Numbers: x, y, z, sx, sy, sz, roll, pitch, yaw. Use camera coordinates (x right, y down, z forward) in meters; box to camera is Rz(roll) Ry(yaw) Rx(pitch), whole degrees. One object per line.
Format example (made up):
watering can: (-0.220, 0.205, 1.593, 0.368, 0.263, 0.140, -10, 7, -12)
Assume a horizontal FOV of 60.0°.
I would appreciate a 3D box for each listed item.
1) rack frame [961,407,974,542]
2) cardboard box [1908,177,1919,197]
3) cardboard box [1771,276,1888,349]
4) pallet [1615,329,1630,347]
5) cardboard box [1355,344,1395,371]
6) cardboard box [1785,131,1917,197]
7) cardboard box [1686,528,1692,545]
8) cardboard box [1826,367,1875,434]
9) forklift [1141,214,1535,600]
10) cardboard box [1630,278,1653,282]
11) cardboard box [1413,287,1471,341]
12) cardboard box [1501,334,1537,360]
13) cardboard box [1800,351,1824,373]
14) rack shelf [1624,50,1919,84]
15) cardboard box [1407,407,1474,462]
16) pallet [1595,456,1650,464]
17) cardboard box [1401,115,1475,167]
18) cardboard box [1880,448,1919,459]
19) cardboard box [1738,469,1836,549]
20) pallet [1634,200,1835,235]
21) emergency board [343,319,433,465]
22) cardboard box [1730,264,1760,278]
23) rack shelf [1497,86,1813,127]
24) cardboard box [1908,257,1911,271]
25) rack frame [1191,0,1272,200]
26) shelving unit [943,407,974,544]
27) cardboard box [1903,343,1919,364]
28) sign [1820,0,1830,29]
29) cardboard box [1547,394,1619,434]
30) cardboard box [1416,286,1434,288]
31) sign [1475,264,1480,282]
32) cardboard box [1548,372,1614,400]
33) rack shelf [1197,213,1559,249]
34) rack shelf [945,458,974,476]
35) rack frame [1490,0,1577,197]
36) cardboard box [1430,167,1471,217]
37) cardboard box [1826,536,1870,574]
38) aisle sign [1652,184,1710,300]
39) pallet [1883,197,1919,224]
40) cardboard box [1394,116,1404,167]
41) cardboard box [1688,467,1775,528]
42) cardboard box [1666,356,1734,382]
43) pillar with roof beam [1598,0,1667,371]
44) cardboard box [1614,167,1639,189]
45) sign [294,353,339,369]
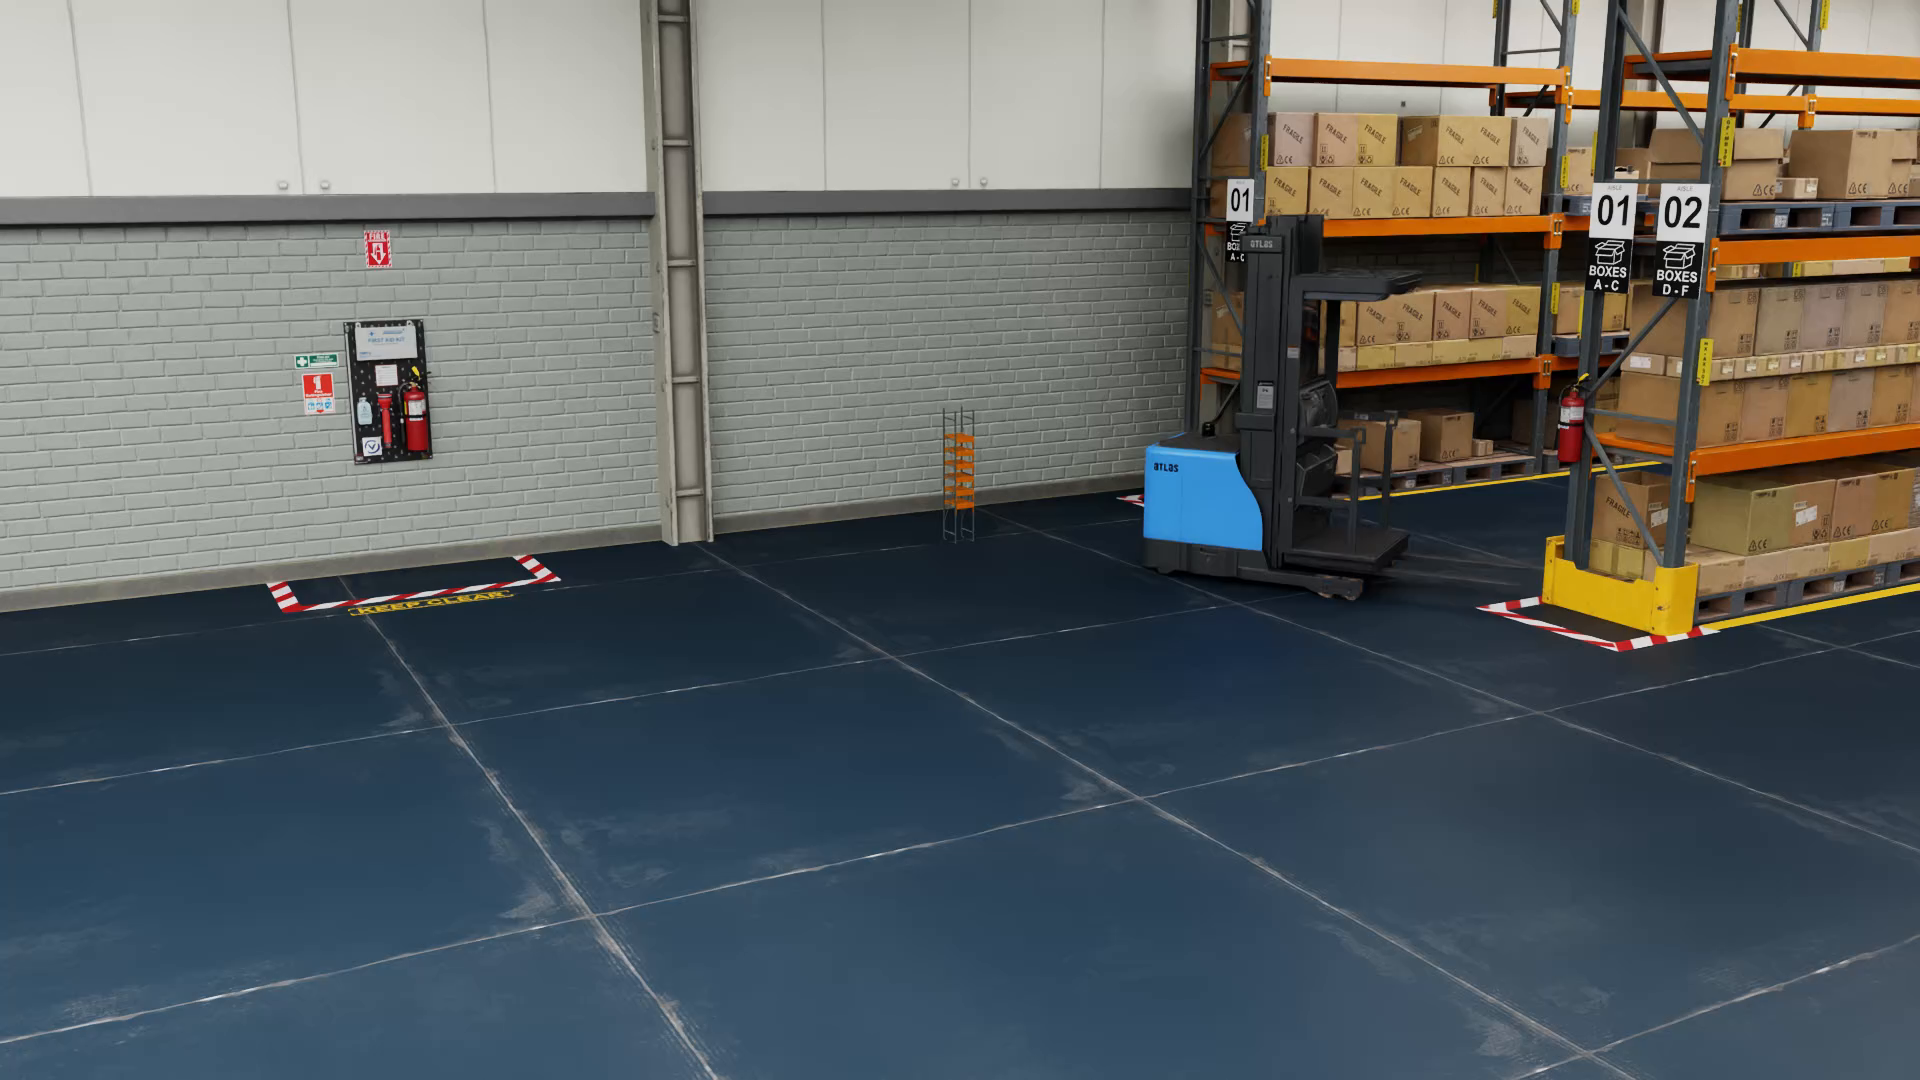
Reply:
rack frame: (0.068, -0.593, 15.013, 0.006, 1.200, 0.240, -7, 14, -28)
cardboard box: (7.554, -2.752, 12.969, 0.250, 0.149, 0.380, -7, 14, -28)
cardboard box: (6.774, -1.793, 13.060, 0.500, 0.500, 0.700, -7, 14, -28)
pallet: (7.898, -2.383, 19.301, 1.213, 0.211, 1.003, -7, 14, -28)
cardboard box: (4.074, -1.887, 16.959, 0.500, 0.250, 0.500, -7, 15, -29)
cardboard box: (6.976, -2.955, 13.066, 0.637, 0.503, 0.797, -5, 14, -22)
cardboard box: (5.733, 0.072, 13.264, 0.500, 0.250, 0.500, -7, 14, -28)
cardboard box: (6.745, -1.155, 13.183, 0.500, 0.500, 0.700, -6, 14, -26)
forklift: (3.055, -1.091, 13.283, 3.031, 2.935, 1.130, 7, 14, 28)
cardboard box: (8.125, -2.769, 19.351, 0.500, 0.500, 0.700, -7, 14, -28)
cardboard box: (4.956, -2.360, 17.352, 0.500, 0.500, 0.500, -7, 15, -29)
cardboard box: (5.835, -2.100, 17.904, 0.500, 0.250, 0.500, -7, 14, -28)
cardboard box: (6.324, -1.370, 12.661, 0.250, 0.149, 0.380, -7, 15, -30)
rack shelf: (6.727, -3.583, 12.638, 3.809, 0.124, 0.919, -7, 14, -28)
cardboard box: (5.213, -1.150, 18.077, 0.500, 0.500, 0.500, -8, 15, -32)
pallet: (7.860, -1.122, 19.616, 1.213, 0.211, 1.003, -7, 14, -28)
cardboard box: (4.866, -4.060, 16.933, 0.500, 0.500, 0.500, -7, 15, -30)
cardboard box: (7.925, -0.558, 14.355, 0.500, 0.500, 0.500, -7, 14, -28)
cardboard box: (6.419, -0.247, 12.974, 0.500, 0.500, 0.500, -7, 14, -28)
pallet: (5.604, -2.386, 12.249, 1.213, 0.211, 1.003, -7, 14, -28)
emergency board: (-4.660, -1.207, 13.641, 0.643, 1.169, 0.194, -7, 14, -28)
cardboard box: (9.328, -3.230, 19.923, 0.250, 0.149, 0.380, -9, 16, -35)
rack shelf: (7.861, -4.863, 18.770, 4.000, 0.370, 1.077, -7, 14, -28)
cardboard box: (11.939, -3.479, 21.075, 0.500, 0.250, 0.500, -7, 14, -27)
rack frame: (2.594, -4.777, 15.842, 0.127, 3.000, 1.000, -7, 14, -28)
shelving unit: (-0.013, -0.584, 14.971, 0.189, 1.200, 0.258, -7, 14, -28)
cardboard box: (7.452, -1.506, 13.263, 0.250, 0.149, 0.380, -7, 14, -28)
sign: (9.885, -6.010, 19.010, 0.005, 0.325, 0.100, -7, 14, -28)
cardboard box: (7.173, -1.411, 19.239, 0.500, 0.500, 0.700, -7, 15, -29)
cardboard box: (4.697, -2.460, 17.795, 0.500, 0.500, 0.500, -6, 14, -26)
sign: (5.836, -2.943, 18.717, 0.005, 0.325, 0.100, -7, 14, -28)
cardboard box: (7.128, -1.760, 19.081, 0.500, 0.250, 0.500, -7, 15, -29)
rack shelf: (4.350, -3.173, 17.185, 4.000, 0.370, 1.077, -7, 14, -28)
rack shelf: (-0.013, -0.658, 14.954, 0.180, 0.103, 0.258, -7, 14, -28)
rack frame: (6.105, -5.198, 17.712, 0.127, 3.000, 1.000, -7, 14, -28)
cardboard box: (4.862, -3.576, 17.063, 0.500, 0.500, 0.500, -7, 15, -30)
cardboard box: (6.866, 0.069, 13.276, 0.500, 0.250, 0.500, -7, 14, -28)
aisle sign: (5.060, -2.099, 11.682, 0.004, 0.787, 0.394, -7, 14, -28)
pallet: (7.746, -2.643, 13.390, 1.213, 0.211, 1.003, -7, 14, -28)
cardboard box: (4.209, -4.115, 17.178, 0.500, 0.500, 0.500, -7, 14, -28)
cardboard box: (6.170, -0.347, 13.419, 0.500, 0.500, 0.500, -7, 14, -28)
cardboard box: (5.419, -1.261, 12.177, 0.250, 0.149, 0.380, -7, 14, -28)
pillar with roof beam: (10.123, -4.819, 16.028, 0.400, 9.000, 9.100, -7, 14, -28)
cardboard box: (7.164, -4.003, 18.480, 0.500, 0.311, 0.500, -6, 14, -26)
sign: (-5.186, -1.444, 13.404, 0.331, 0.109, 0.001, -7, 14, -28)
